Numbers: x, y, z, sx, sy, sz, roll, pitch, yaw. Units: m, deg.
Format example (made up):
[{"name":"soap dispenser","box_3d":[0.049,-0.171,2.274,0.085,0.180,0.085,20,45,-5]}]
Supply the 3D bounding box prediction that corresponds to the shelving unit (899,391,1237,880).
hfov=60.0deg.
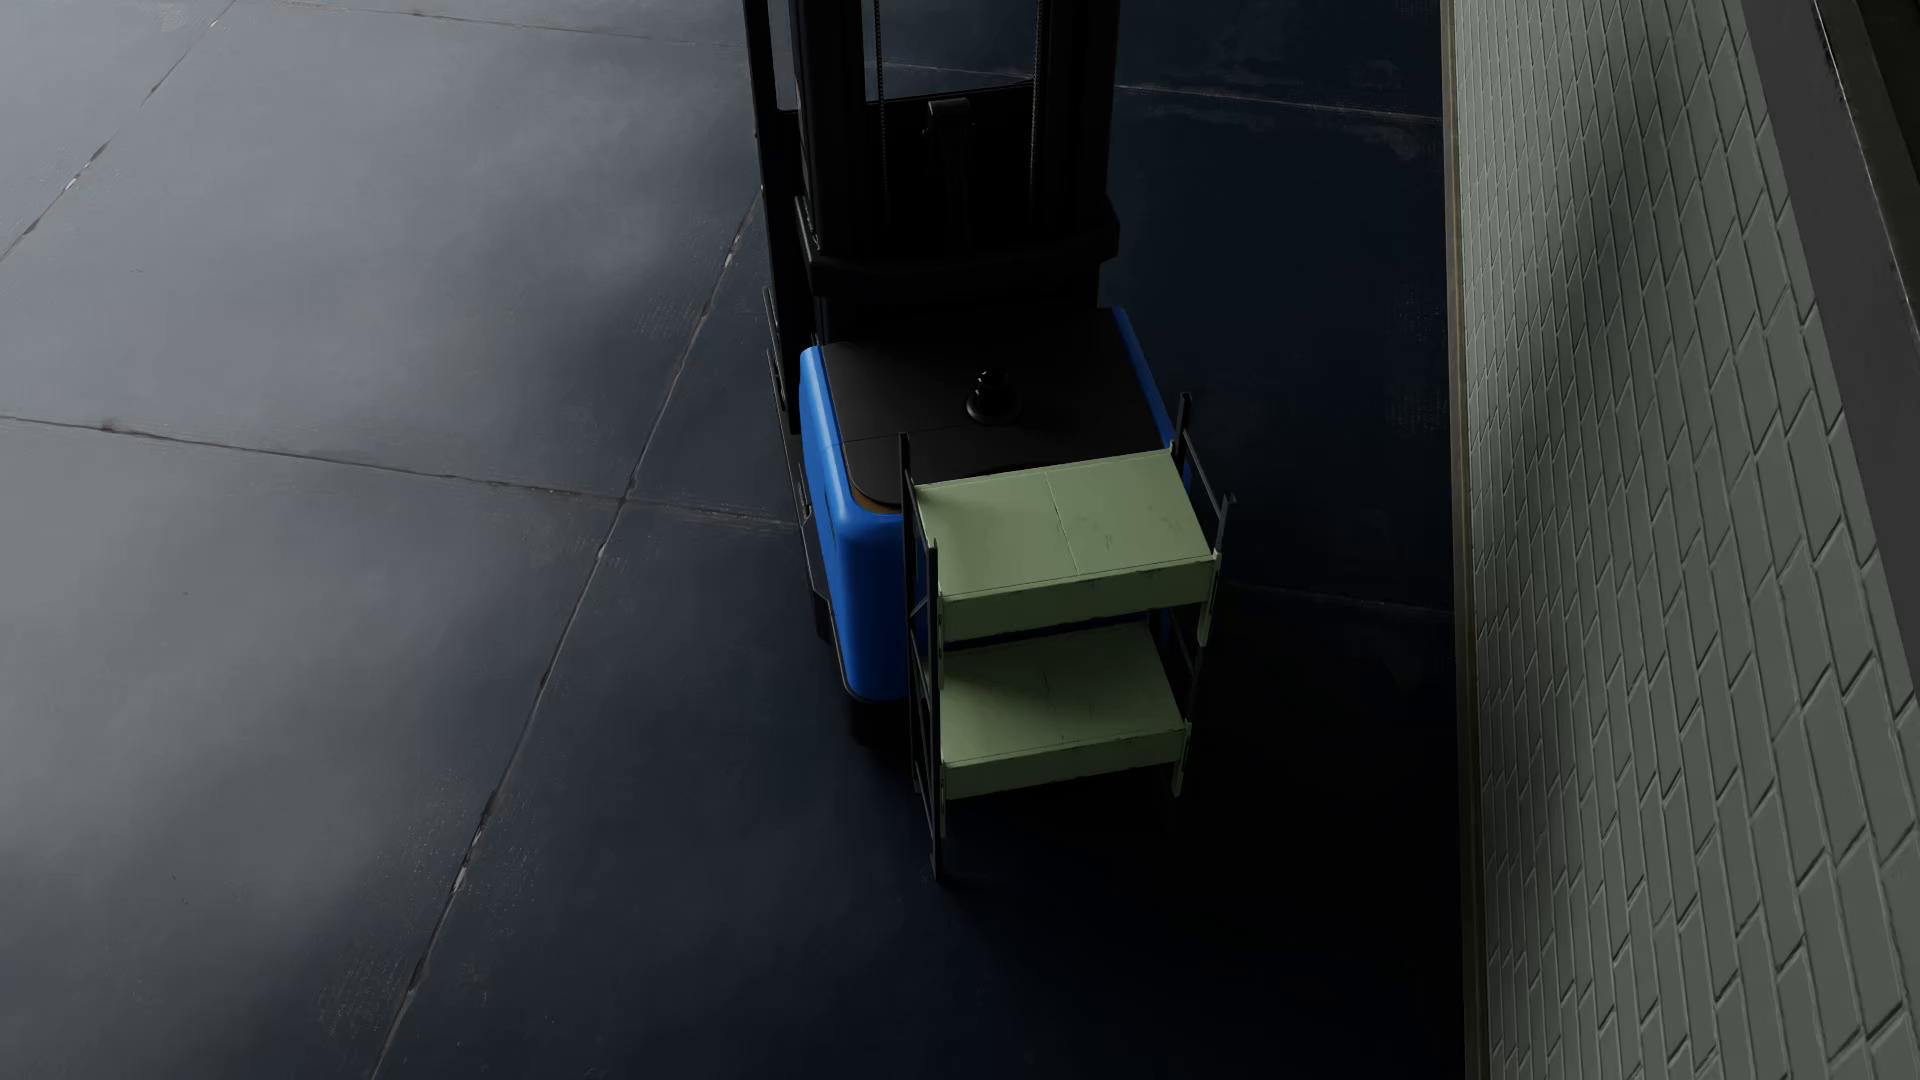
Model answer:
[{"name":"shelving unit","box_3d":[0.256,0.322,4.629,0.755,1.500,0.431,-9,49,-8]}]

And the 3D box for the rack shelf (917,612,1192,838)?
[{"name":"rack shelf","box_3d":[0.256,0.540,4.872,0.720,0.370,0.431,-9,49,-8]}]

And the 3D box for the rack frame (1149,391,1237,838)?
[{"name":"rack frame","box_3d":[0.615,0.268,4.678,0.023,1.500,0.400,-9,49,-8]}]

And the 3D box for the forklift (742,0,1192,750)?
[{"name":"forklift","box_3d":[-0.126,-1.438,5.249,1.130,2.935,3.031,-9,49,-8]}]

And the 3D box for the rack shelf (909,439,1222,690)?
[{"name":"rack shelf","box_3d":[0.256,0.061,4.339,0.720,0.370,0.431,-9,49,-8]}]

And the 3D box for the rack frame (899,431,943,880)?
[{"name":"rack frame","box_3d":[-0.102,0.377,4.580,0.023,1.500,0.400,-9,49,-8]}]
